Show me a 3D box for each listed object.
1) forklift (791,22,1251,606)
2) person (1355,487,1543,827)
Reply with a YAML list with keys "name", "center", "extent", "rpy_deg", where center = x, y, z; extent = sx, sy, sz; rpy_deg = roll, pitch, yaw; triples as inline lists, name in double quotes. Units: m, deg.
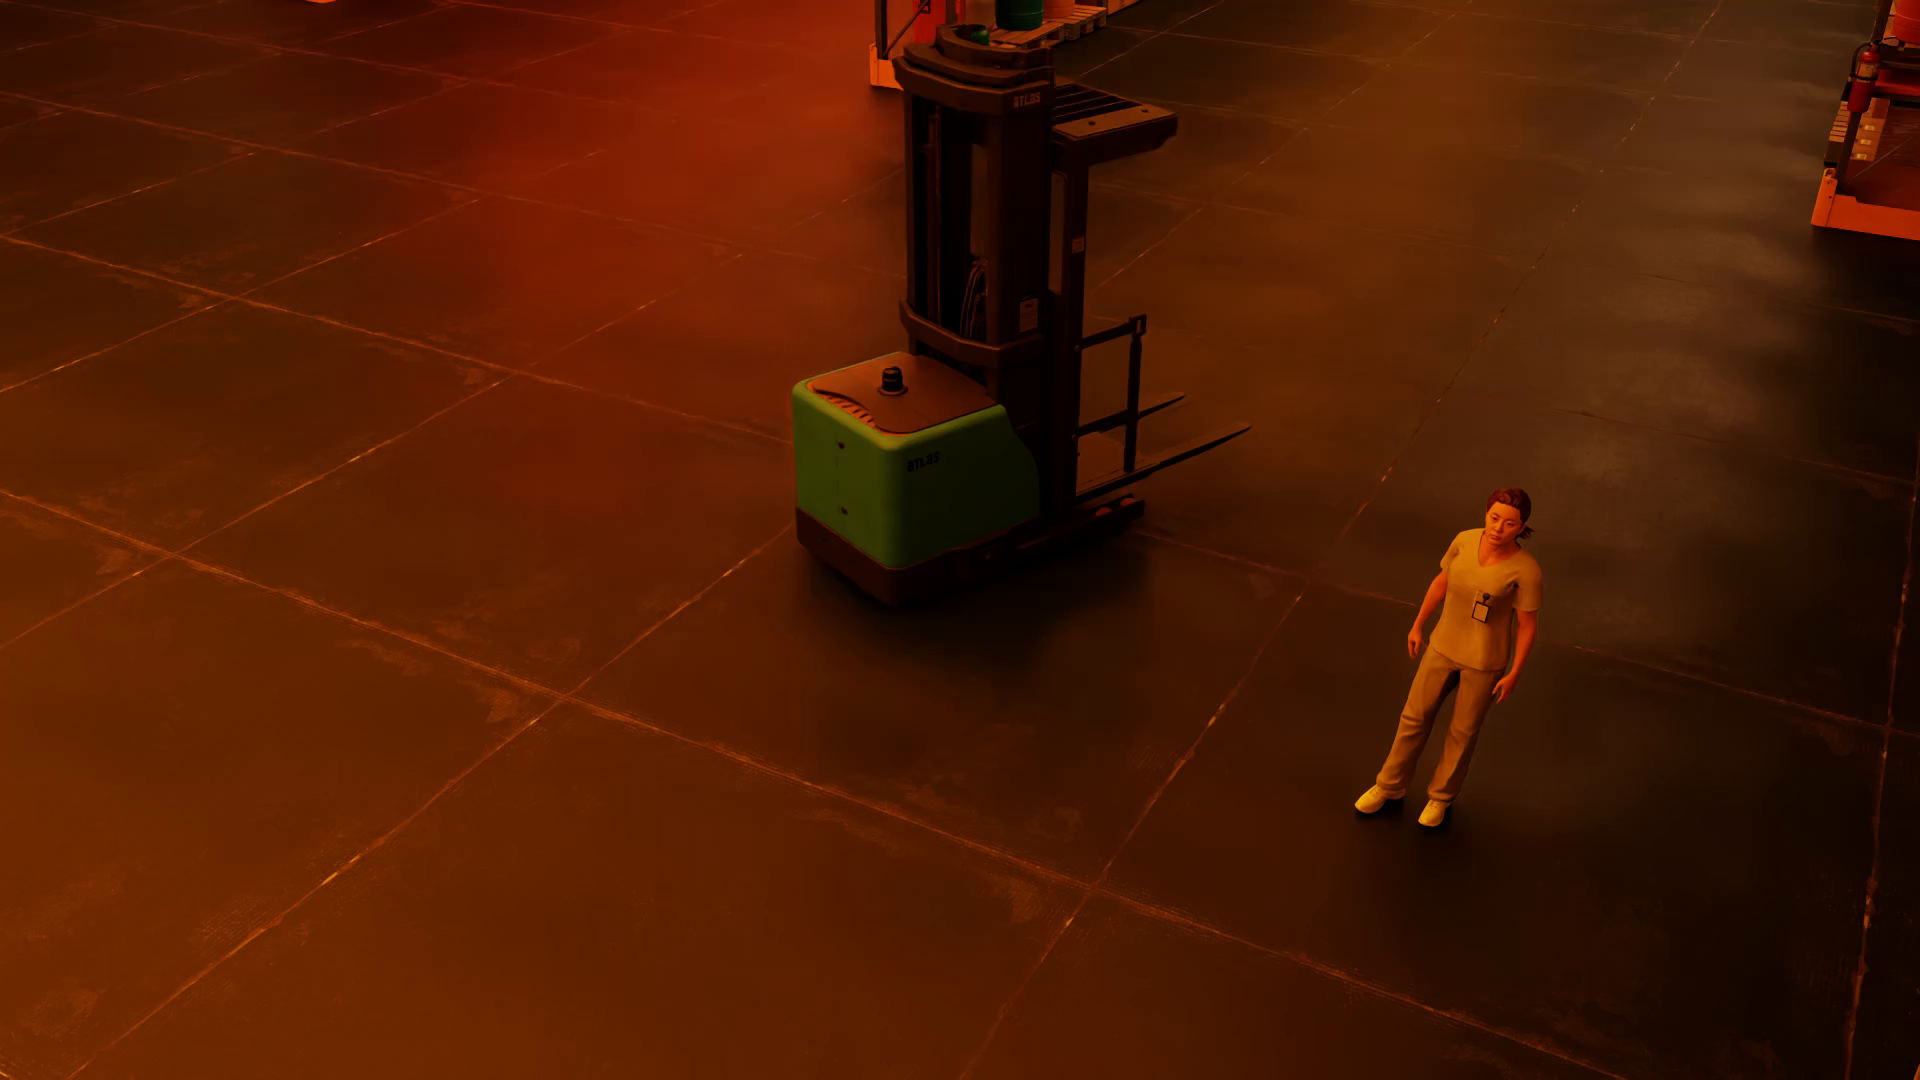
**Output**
- name: "forklift"
  center: [0.504, -1.489, 9.651]
  extent: [3.031, 2.935, 1.130]
  rpy_deg: [-21, 36, -32]
- name: "person"
  center: [2.214, 0.538, 7.380]
  extent: [0.547, 1.674, 0.550]
  rpy_deg: [25, 39, 37]
